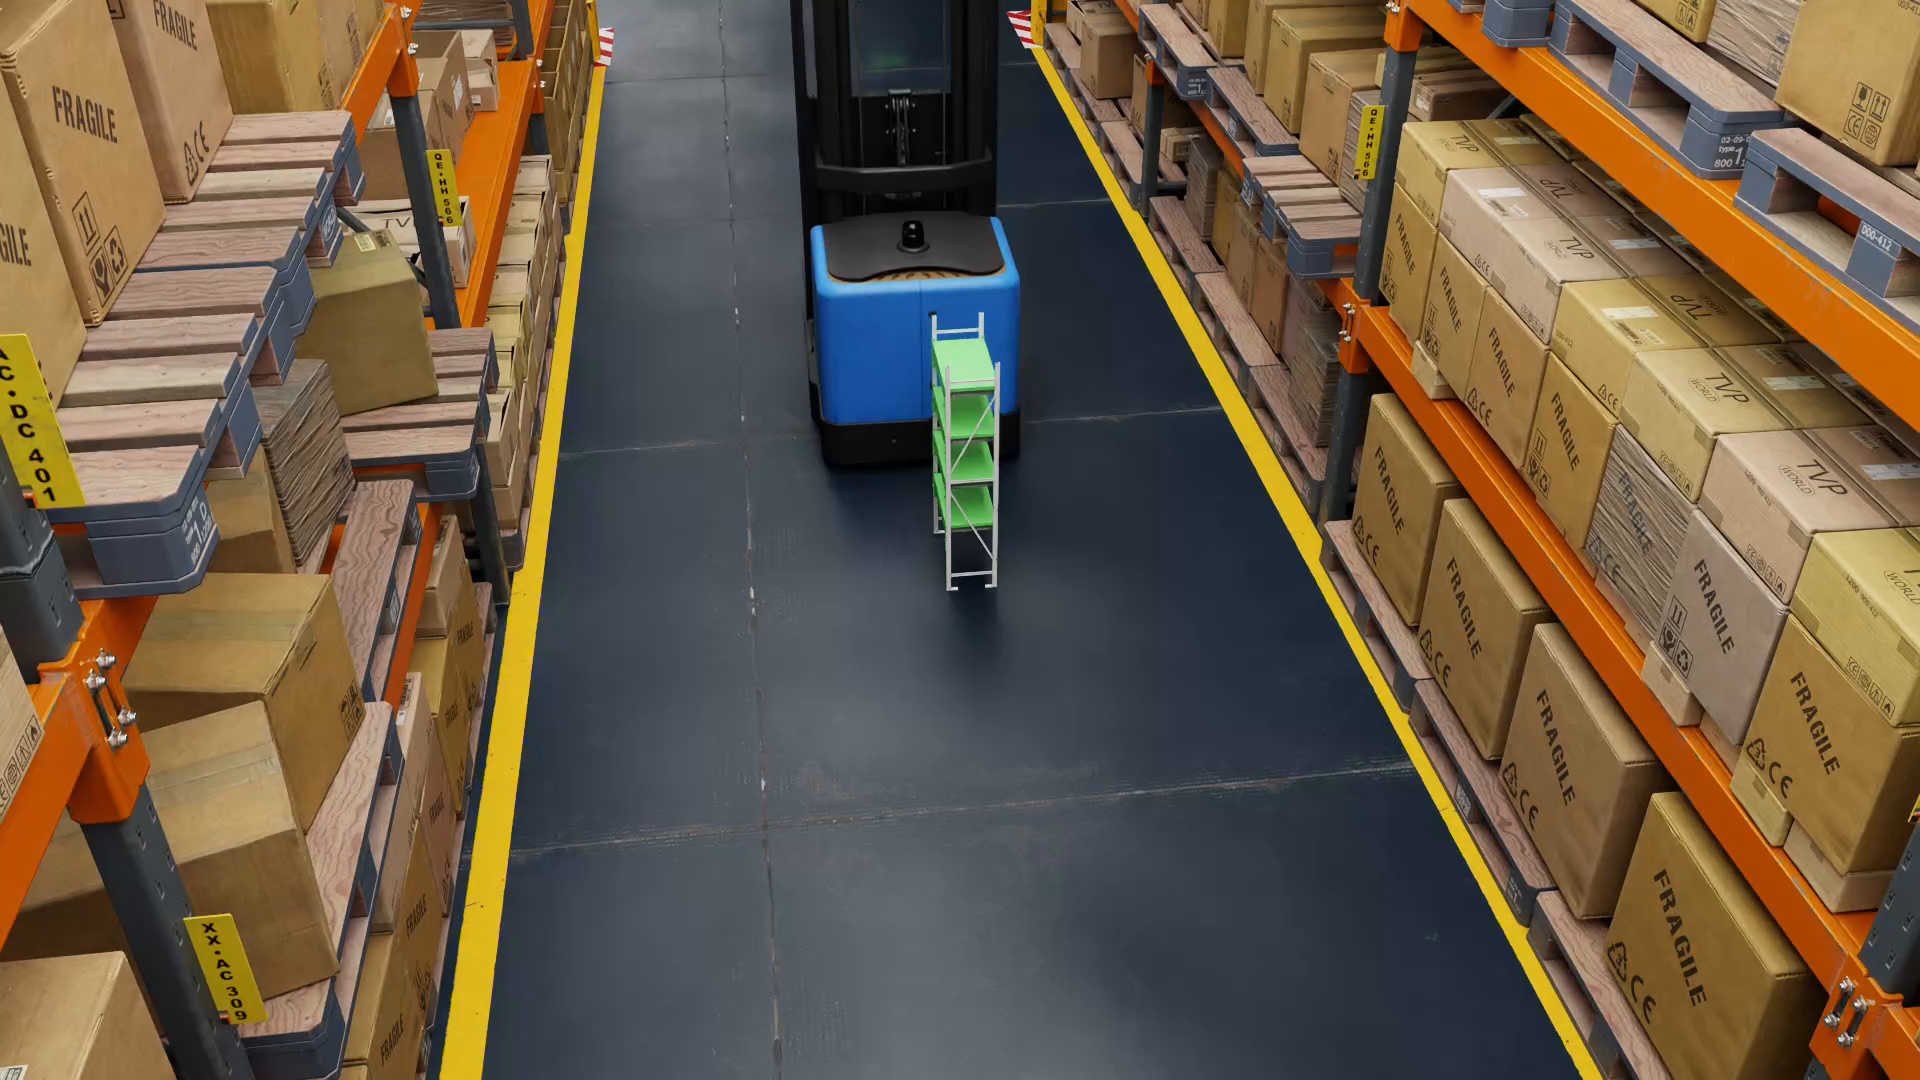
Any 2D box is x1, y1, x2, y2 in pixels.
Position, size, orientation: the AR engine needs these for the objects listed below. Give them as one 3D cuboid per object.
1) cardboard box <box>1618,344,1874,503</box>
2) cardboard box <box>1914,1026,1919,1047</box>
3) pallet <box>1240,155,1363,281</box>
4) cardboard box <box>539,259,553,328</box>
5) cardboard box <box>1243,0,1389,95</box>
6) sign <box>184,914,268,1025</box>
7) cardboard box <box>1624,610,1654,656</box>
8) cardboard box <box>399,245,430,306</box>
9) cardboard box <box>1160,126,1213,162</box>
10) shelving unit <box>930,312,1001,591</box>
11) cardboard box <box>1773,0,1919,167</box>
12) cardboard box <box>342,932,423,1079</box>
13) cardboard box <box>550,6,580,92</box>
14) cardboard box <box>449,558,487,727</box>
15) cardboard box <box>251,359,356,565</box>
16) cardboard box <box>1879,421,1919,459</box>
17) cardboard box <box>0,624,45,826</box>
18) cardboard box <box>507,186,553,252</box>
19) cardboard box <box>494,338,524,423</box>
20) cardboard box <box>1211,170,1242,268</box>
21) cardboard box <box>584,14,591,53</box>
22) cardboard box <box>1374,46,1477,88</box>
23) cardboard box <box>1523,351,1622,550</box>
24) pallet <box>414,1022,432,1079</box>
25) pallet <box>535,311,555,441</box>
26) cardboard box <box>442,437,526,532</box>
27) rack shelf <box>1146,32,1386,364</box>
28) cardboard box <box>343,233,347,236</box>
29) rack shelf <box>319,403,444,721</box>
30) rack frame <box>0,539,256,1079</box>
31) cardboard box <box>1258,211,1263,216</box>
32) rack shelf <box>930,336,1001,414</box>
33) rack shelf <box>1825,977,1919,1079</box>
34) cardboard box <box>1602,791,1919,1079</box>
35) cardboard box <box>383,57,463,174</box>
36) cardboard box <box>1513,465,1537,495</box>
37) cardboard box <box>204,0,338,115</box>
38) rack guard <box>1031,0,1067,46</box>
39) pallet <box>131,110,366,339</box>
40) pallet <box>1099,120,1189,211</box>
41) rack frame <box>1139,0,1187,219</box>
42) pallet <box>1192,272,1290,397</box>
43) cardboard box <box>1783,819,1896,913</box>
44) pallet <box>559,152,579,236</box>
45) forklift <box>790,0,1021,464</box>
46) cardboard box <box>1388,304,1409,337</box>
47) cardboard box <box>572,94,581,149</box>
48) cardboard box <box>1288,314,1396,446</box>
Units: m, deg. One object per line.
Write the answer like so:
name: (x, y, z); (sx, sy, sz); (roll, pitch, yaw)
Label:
cardboard box: (2.385, -0.364, 5.084); (0.500, 0.250, 0.500); (-4, 34, -5)
cardboard box: (2.886, 1.110, 3.691); (0.980, 0.700, 0.700); (-4, 34, -6)
pallet: (2.090, -1.612, 8.122); (1.213, 0.211, 1.003); (-4, 35, -6)
cardboard box: (-2.676, -1.417, 9.734); (0.500, 0.250, 0.500); (-4, 34, -5)
cardboard box: (1.976, -2.793, 9.205); (0.700, 0.500, 0.500); (0, 34, 0)
sign: (-1.542, 0.905, 3.490); (0.100, 0.325, 0.005); (-4, 35, -6)
cardboard box: (2.395, 0.287, 5.370); (0.380, 0.149, 0.250); (-4, 35, -6)
cardboard box: (-2.622, -1.094, 7.271); (0.500, 0.311, 0.500); (-2, 34, -3)
cardboard box: (1.652, -2.841, 11.881); (0.380, 0.166, 0.250); (-9, 35, -13)
shelving unit: (0.022, -0.403, 7.777); (0.258, 1.200, 0.503); (-4, 35, -6)
cardboard box: (2.681, -1.337, 4.406); (0.700, 0.500, 0.500); (-5, 35, -7)
cardboard box: (-1.985, 1.574, 5.106); (0.500, 0.500, 0.500); (-4, 34, -6)
cardboard box: (-3.111, -3.623, 12.306); (0.500, 0.500, 0.500); (-4, 35, -6)
cardboard box: (-2.258, 0.431, 6.783); (0.500, 0.500, 0.500); (-3, 34, -5)
cardboard box: (-2.487, -0.272, 5.523); (0.700, 0.500, 0.500); (2, 34, 3)
cardboard box: (2.949, -0.120, 4.726); (0.500, 0.250, 0.500); (-4, 34, -6)
cardboard box: (-1.750, 0.381, 2.496); (0.500, 0.250, 0.500); (-4, 35, -6)
cardboard box: (-2.740, -1.931, 9.991); (0.500, 0.311, 0.500); (-3, 34, -5)
cardboard box: (-2.475, -0.800, 8.332); (0.500, 0.311, 0.500); (-5, 35, -8)
cardboard box: (1.988, -1.989, 10.333); (0.700, 0.500, 0.500); (-5, 35, -7)
cardboard box: (-3.328, -4.149, 13.743); (0.500, 0.250, 0.500); (-4, 35, -6)
cardboard box: (2.157, -2.161, 7.703); (0.380, 0.149, 0.250); (-10, 36, -14)
cardboard box: (2.308, -0.324, 5.691); (0.500, 0.500, 0.500); (-3, 34, -5)
pallet: (-2.226, 2.009, 5.115); (1.003, 0.211, 1.213); (-4, 35, -6)
pallet: (-2.850, -0.914, 9.403); (1.003, 0.211, 1.213); (-4, 35, -6)
cardboard box: (-2.396, -0.276, 8.060); (0.500, 0.250, 0.500); (-4, 35, -7)
rack shelf: (2.022, -2.120, 9.337); (1.077, 0.370, 4.000); (-4, 35, -6)
cardboard box: (-3.012, -1.302, 7.719); (0.380, 0.149, 0.250); (-4, 35, -6)
rack shelf: (-2.348, 0.489, 5.508); (1.077, 0.370, 4.000); (-4, 35, -6)
rack frame: (-2.079, 1.308, 3.667); (1.000, 3.000, 0.127); (-4, 35, -6)
cardboard box: (2.005, -2.048, 9.754); (0.500, 0.250, 0.500); (-5, 35, -8)
rack shelf: (0.022, -0.747, 7.542); (0.258, 0.148, 0.480); (-4, 35, -6)
rack shelf: (3.098, 2.344, 2.786); (1.077, 0.370, 4.000); (-4, 35, -6)
cardboard box: (2.613, 1.292, 5.226); (0.750, 0.750, 0.750); (-4, 34, -6)
cardboard box: (-2.929, -2.195, 8.718); (0.500, 0.500, 0.500); (-4, 35, -6)
cardboard box: (2.307, -0.289, 6.216); (0.380, 0.149, 0.250); (-4, 34, -6)
cardboard box: (-2.386, -1.390, 4.873); (0.910, 0.500, 0.500); (-4, 35, -6)
rack guard: (1.226, -4.691, 14.689); (1.175, 0.500, 0.348); (-4, 35, -6)
pallet: (-2.240, -0.802, 4.266); (1.213, 0.211, 1.003); (-4, 35, -6)
pallet: (1.628, -2.754, 12.103); (1.003, 0.211, 1.213); (-4, 35, -6)
rack frame: (1.753, -3.534, 10.772); (1.000, 3.000, 0.127); (-4, 35, -6)
pallet: (2.027, -1.265, 9.919); (1.003, 0.211, 1.213); (-4, 35, -6)
cardboard box: (2.503, 0.859, 4.532); (0.380, 0.149, 0.250); (-4, 34, -6)
pallet: (-3.220, -2.451, 11.659); (1.003, 0.211, 1.213); (-4, 35, -6)
forklift: (-0.370, -2.422, 9.201); (1.130, 2.935, 3.031); (-4, 34, -6)
cardboard box: (2.106, -1.005, 7.266); (0.380, 0.149, 0.250); (-5, 35, -7)
cardboard box: (-3.041, -3.034, 12.108); (0.500, 0.250, 0.500); (-4, 35, -6)
cardboard box: (2.143, -0.848, 8.660); (0.700, 0.500, 0.500); (-4, 34, -6)
